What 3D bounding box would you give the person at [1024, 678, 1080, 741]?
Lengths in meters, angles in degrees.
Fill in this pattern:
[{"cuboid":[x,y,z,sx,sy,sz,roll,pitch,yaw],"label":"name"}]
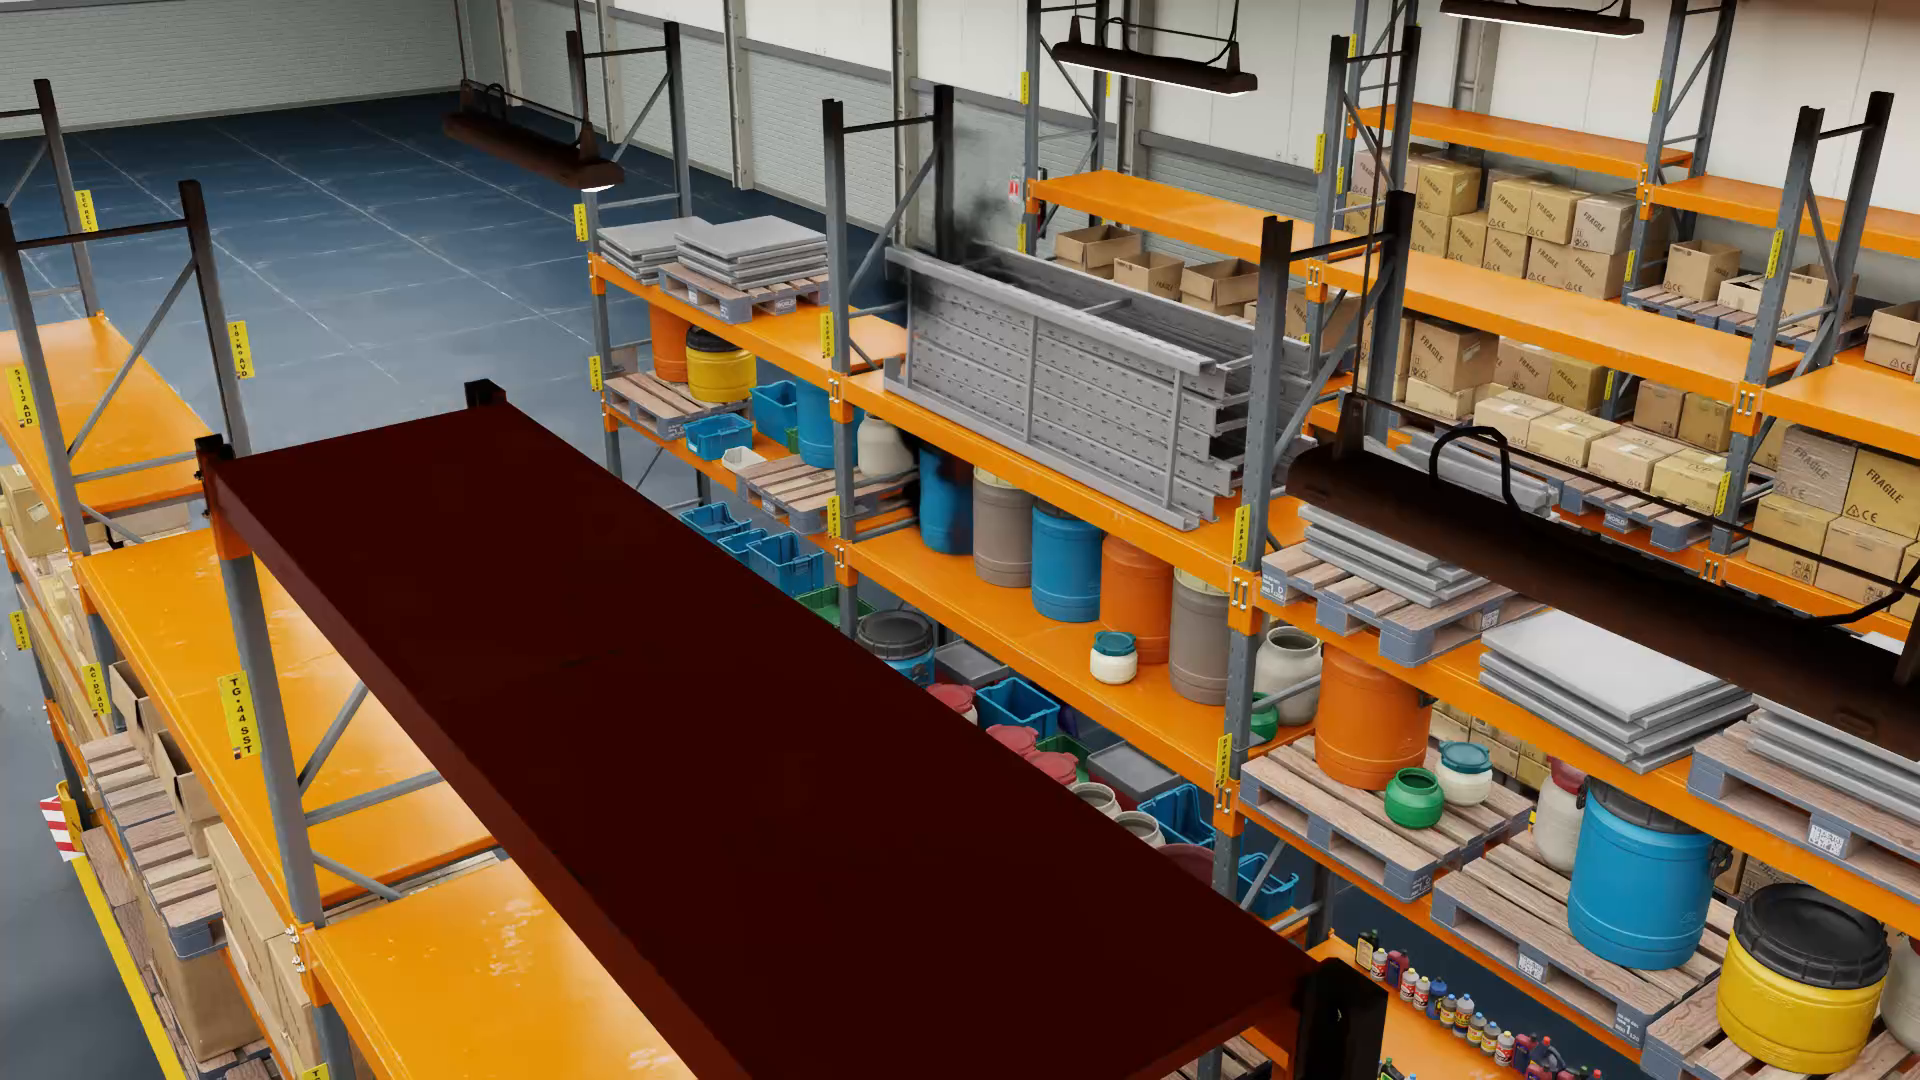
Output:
[{"cuboid":[0.789,1.177,14.342,0.586,1.676,0.661,-22,33,-39],"label":"person"}]
